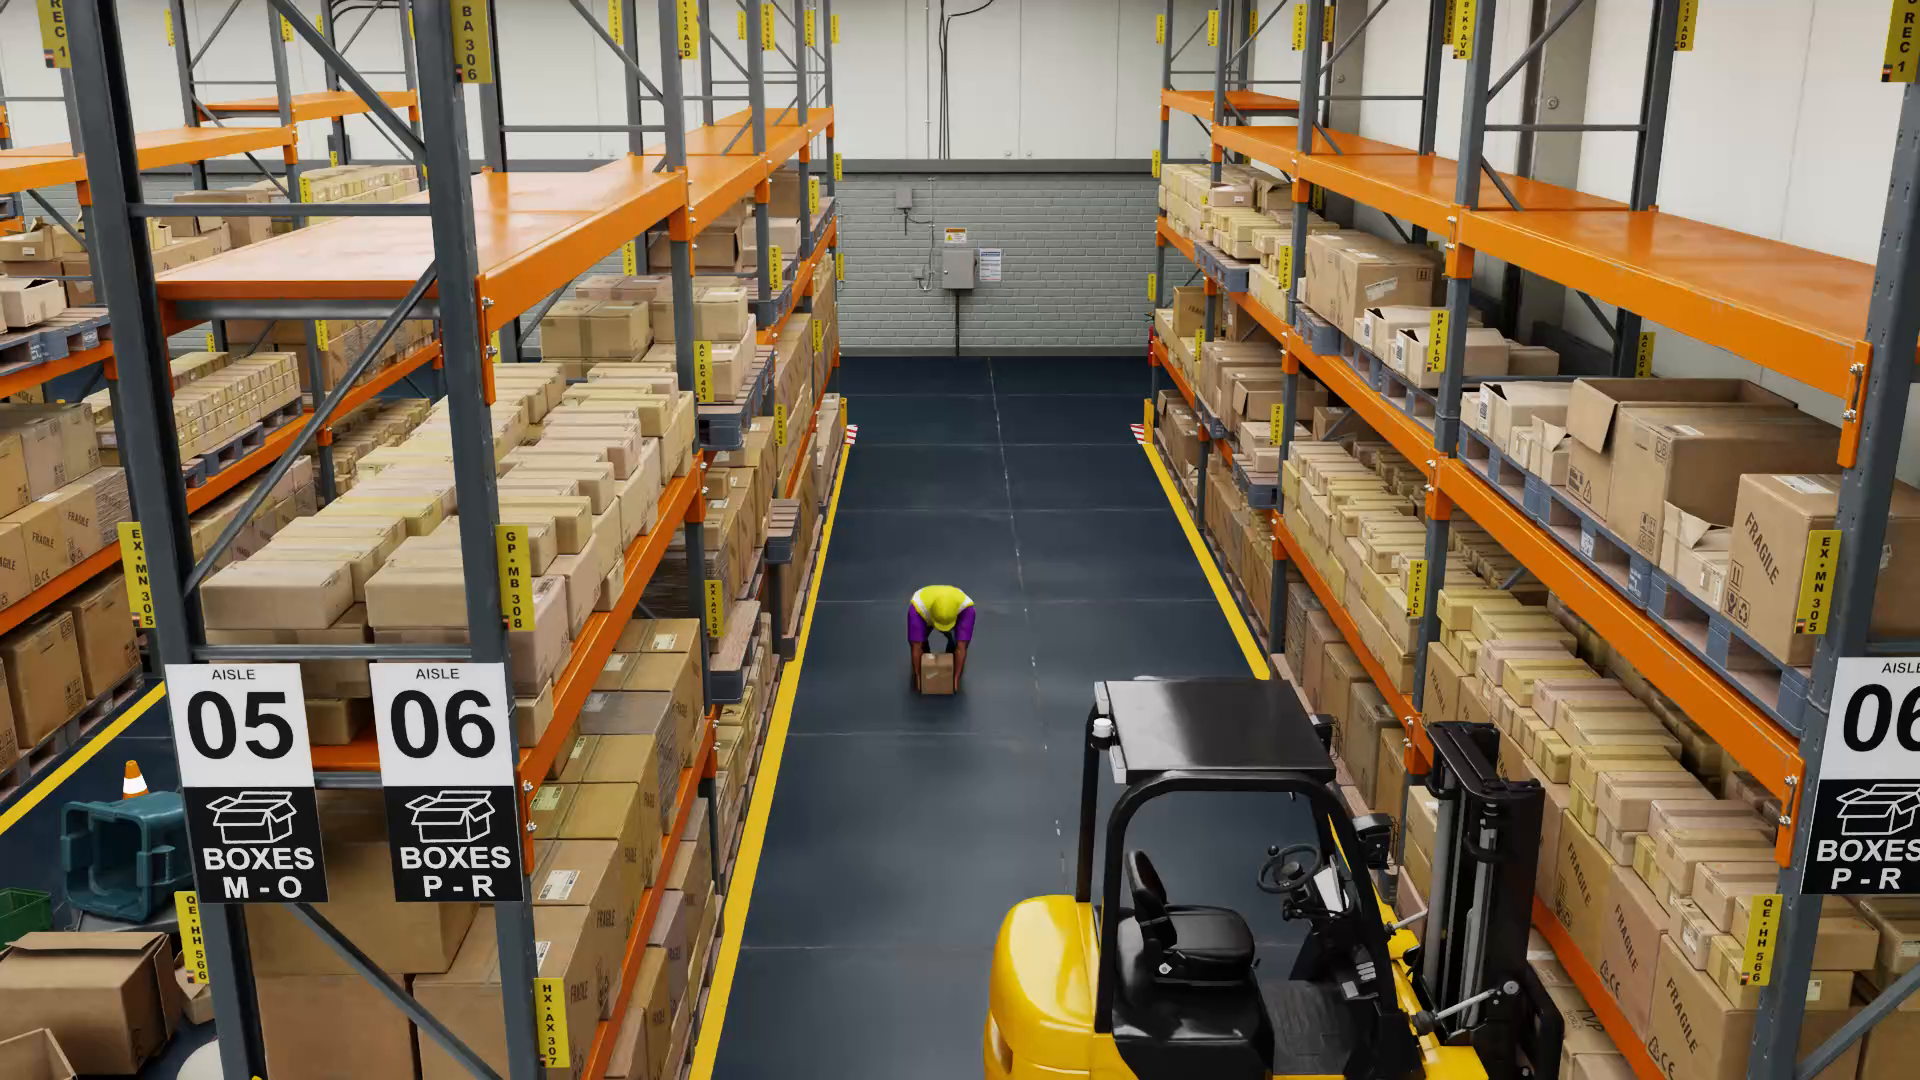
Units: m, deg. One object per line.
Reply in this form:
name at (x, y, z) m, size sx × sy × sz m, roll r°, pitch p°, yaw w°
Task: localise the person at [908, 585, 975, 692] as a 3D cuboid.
person at (-0.153, 0.745, 13.355) m, size 0.534 × 0.889 × 0.933 m, roll 0°, pitch 17°, yaw -2°
